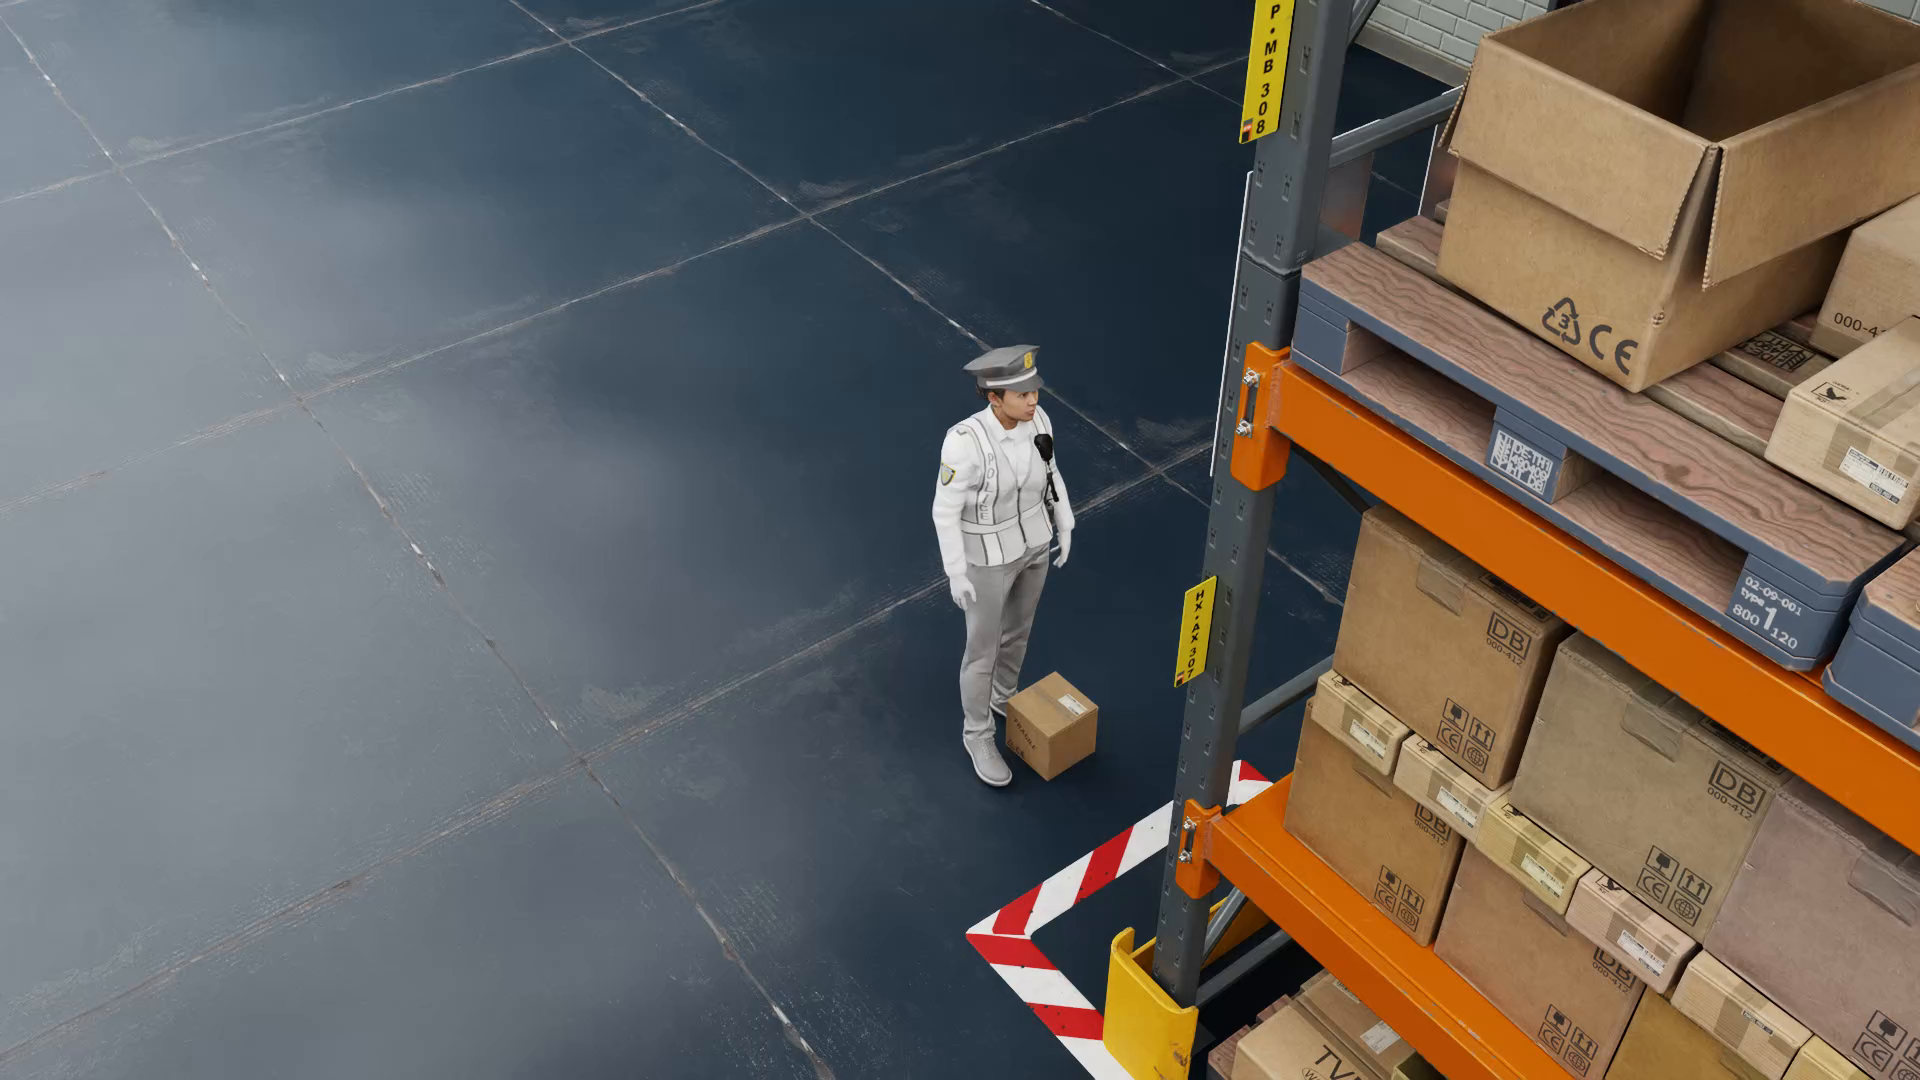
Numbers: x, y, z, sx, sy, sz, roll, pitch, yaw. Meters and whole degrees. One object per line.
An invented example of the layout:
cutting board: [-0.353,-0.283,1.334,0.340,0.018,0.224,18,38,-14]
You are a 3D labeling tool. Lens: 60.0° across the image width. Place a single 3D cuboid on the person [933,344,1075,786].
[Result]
person: [0.205,0.067,6.040,0.587,1.694,0.529,-26,47,-27]
